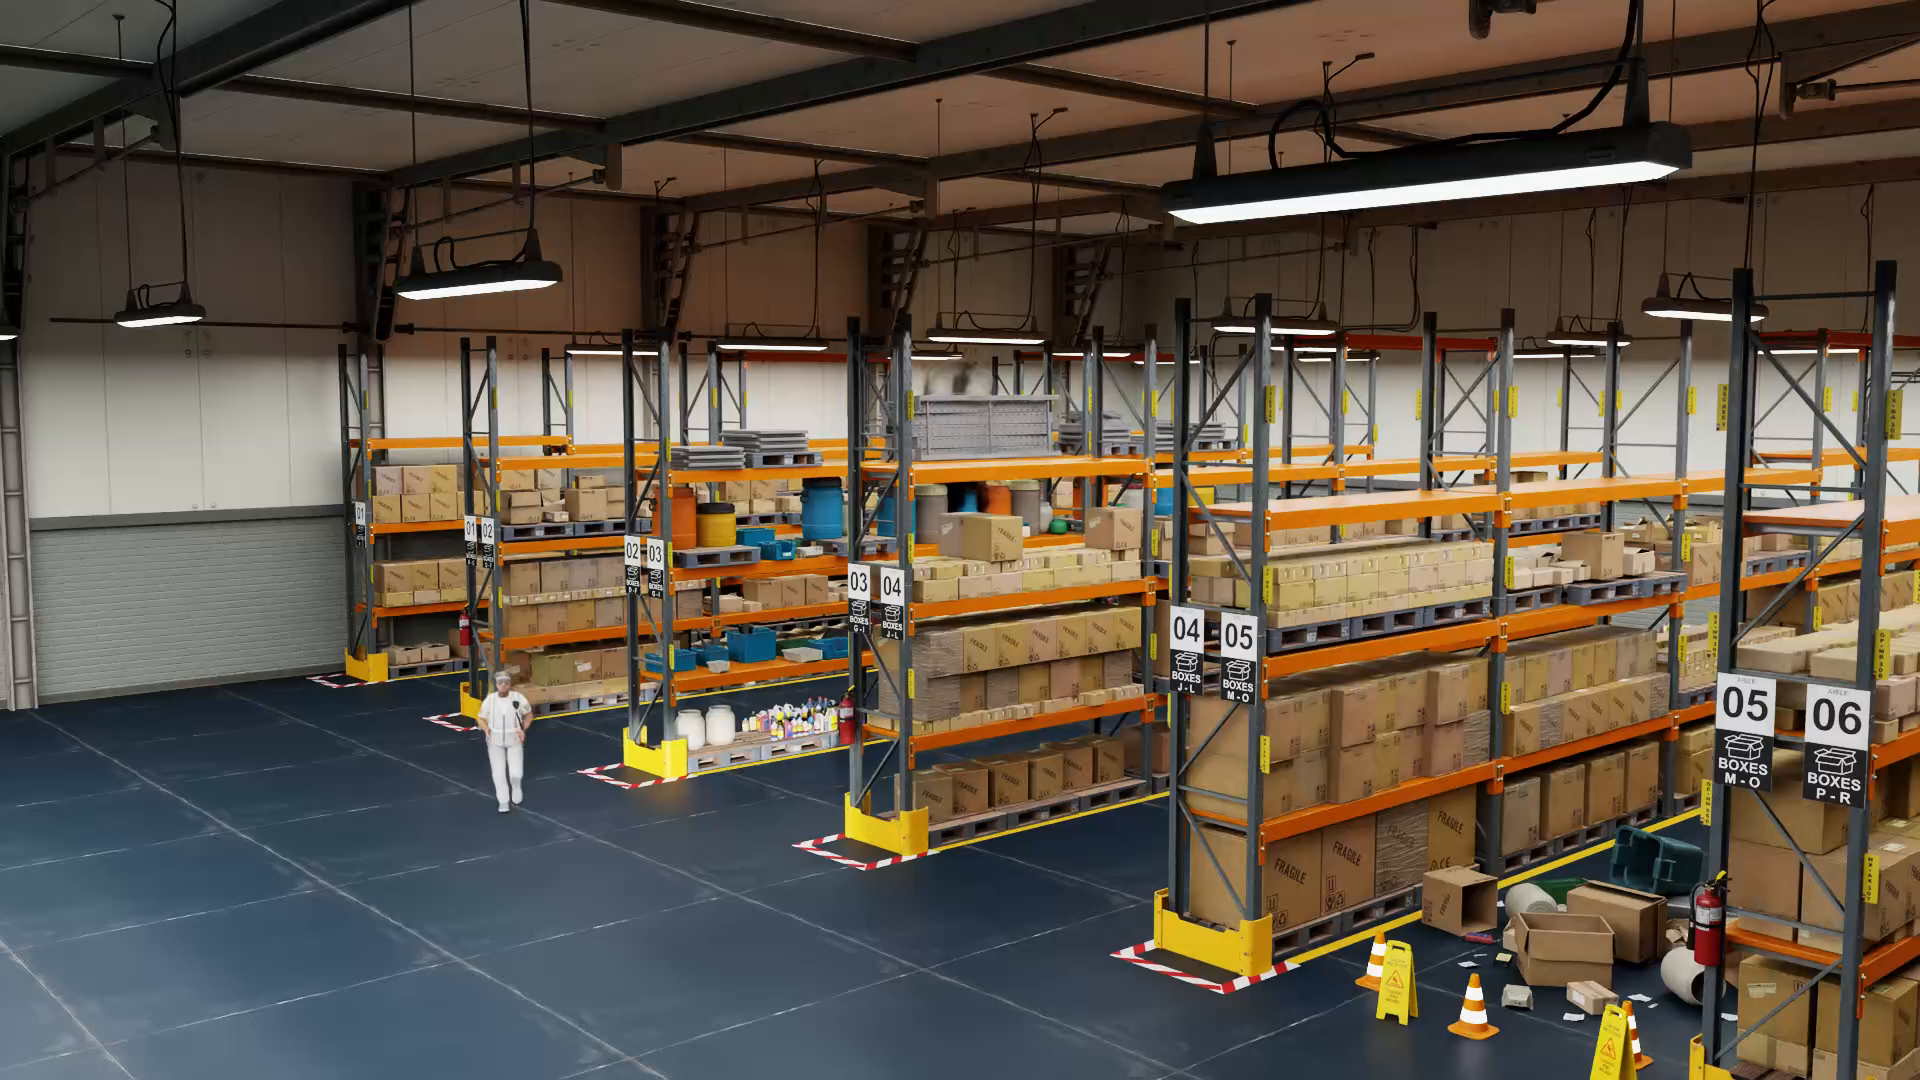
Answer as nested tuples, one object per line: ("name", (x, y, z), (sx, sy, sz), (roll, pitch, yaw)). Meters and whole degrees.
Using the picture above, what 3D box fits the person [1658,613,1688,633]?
("person", (11.392, 1.939, 26.521), (0.587, 1.723, 0.703), (-5, 7, -44))

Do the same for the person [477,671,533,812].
("person", (-5.596, 2.465, 20.457), (0.658, 1.733, 0.620), (-1, 5, -13))
